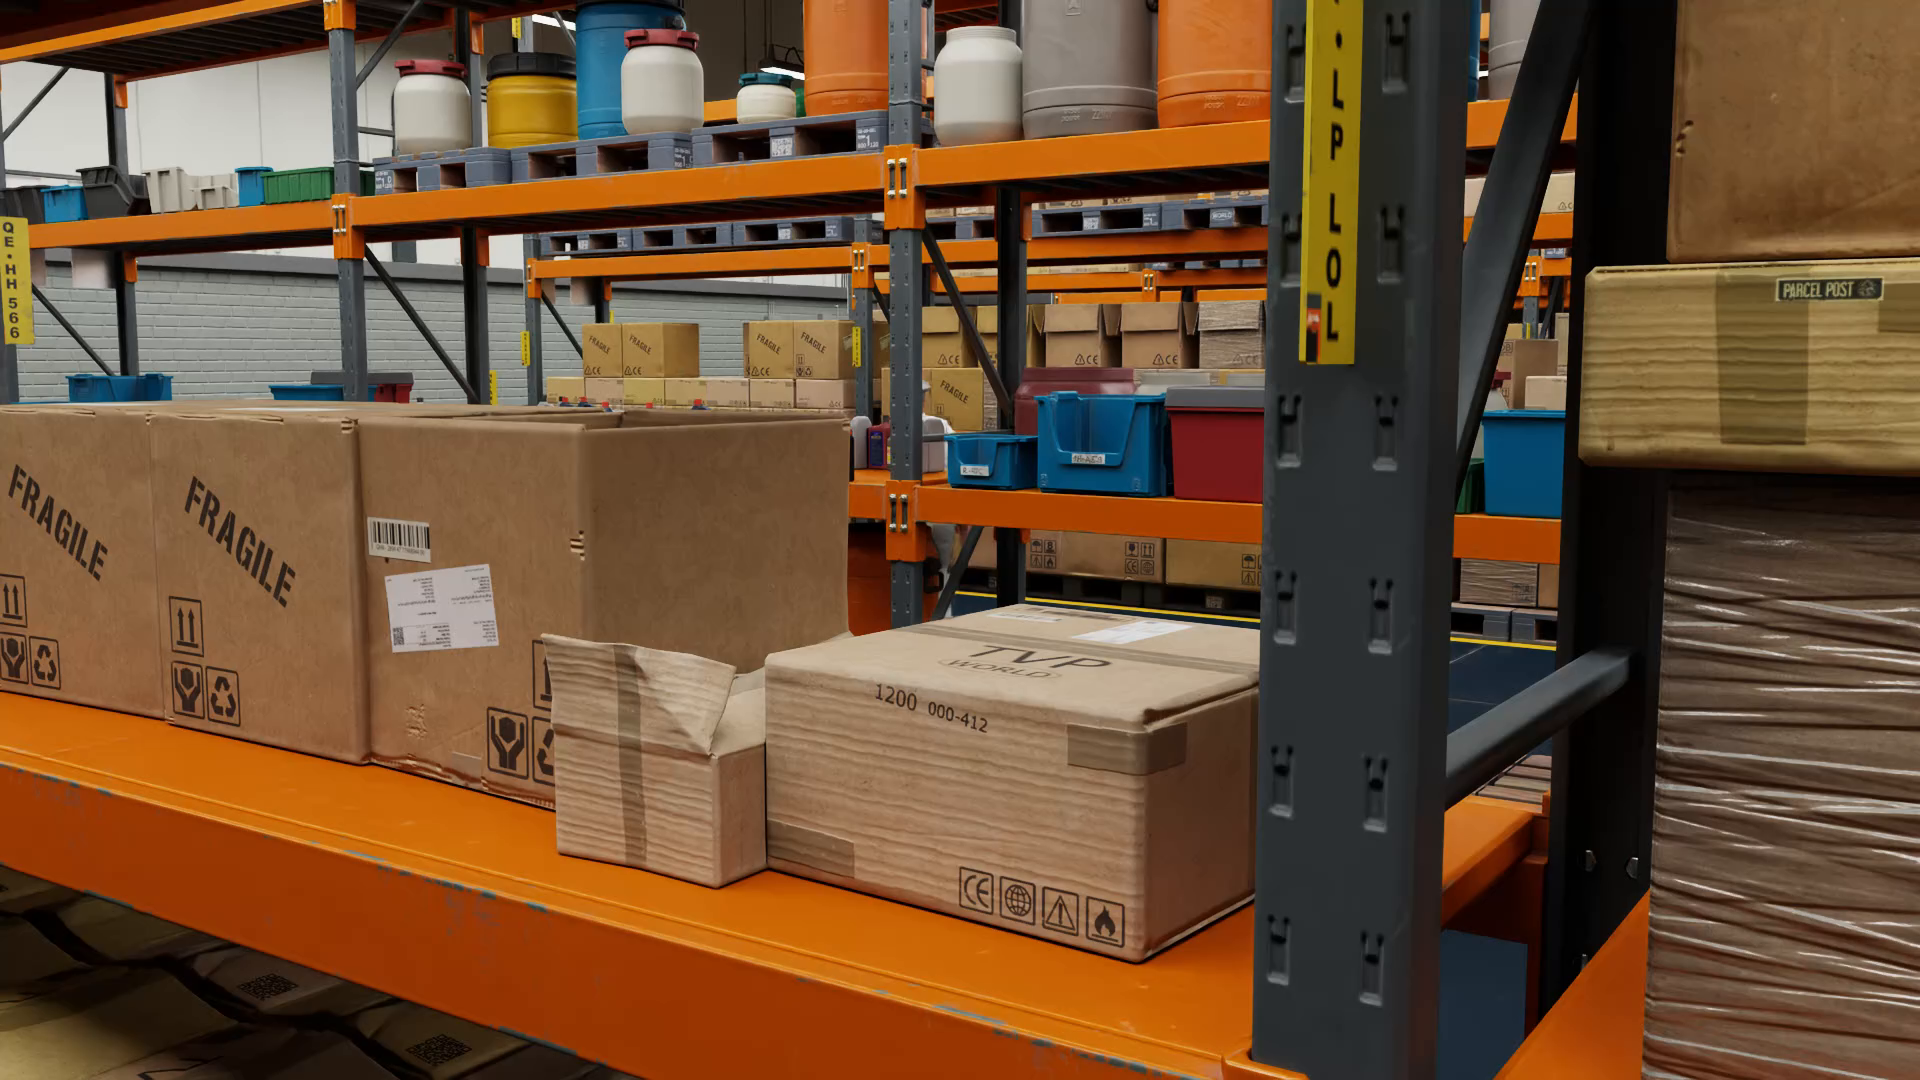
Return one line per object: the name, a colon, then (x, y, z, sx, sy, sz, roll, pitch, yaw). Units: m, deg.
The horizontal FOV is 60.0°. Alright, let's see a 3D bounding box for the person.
person: (-0.251, -0.129, 10.271, 0.569, 1.757, 0.513, -2, 7, -21)
